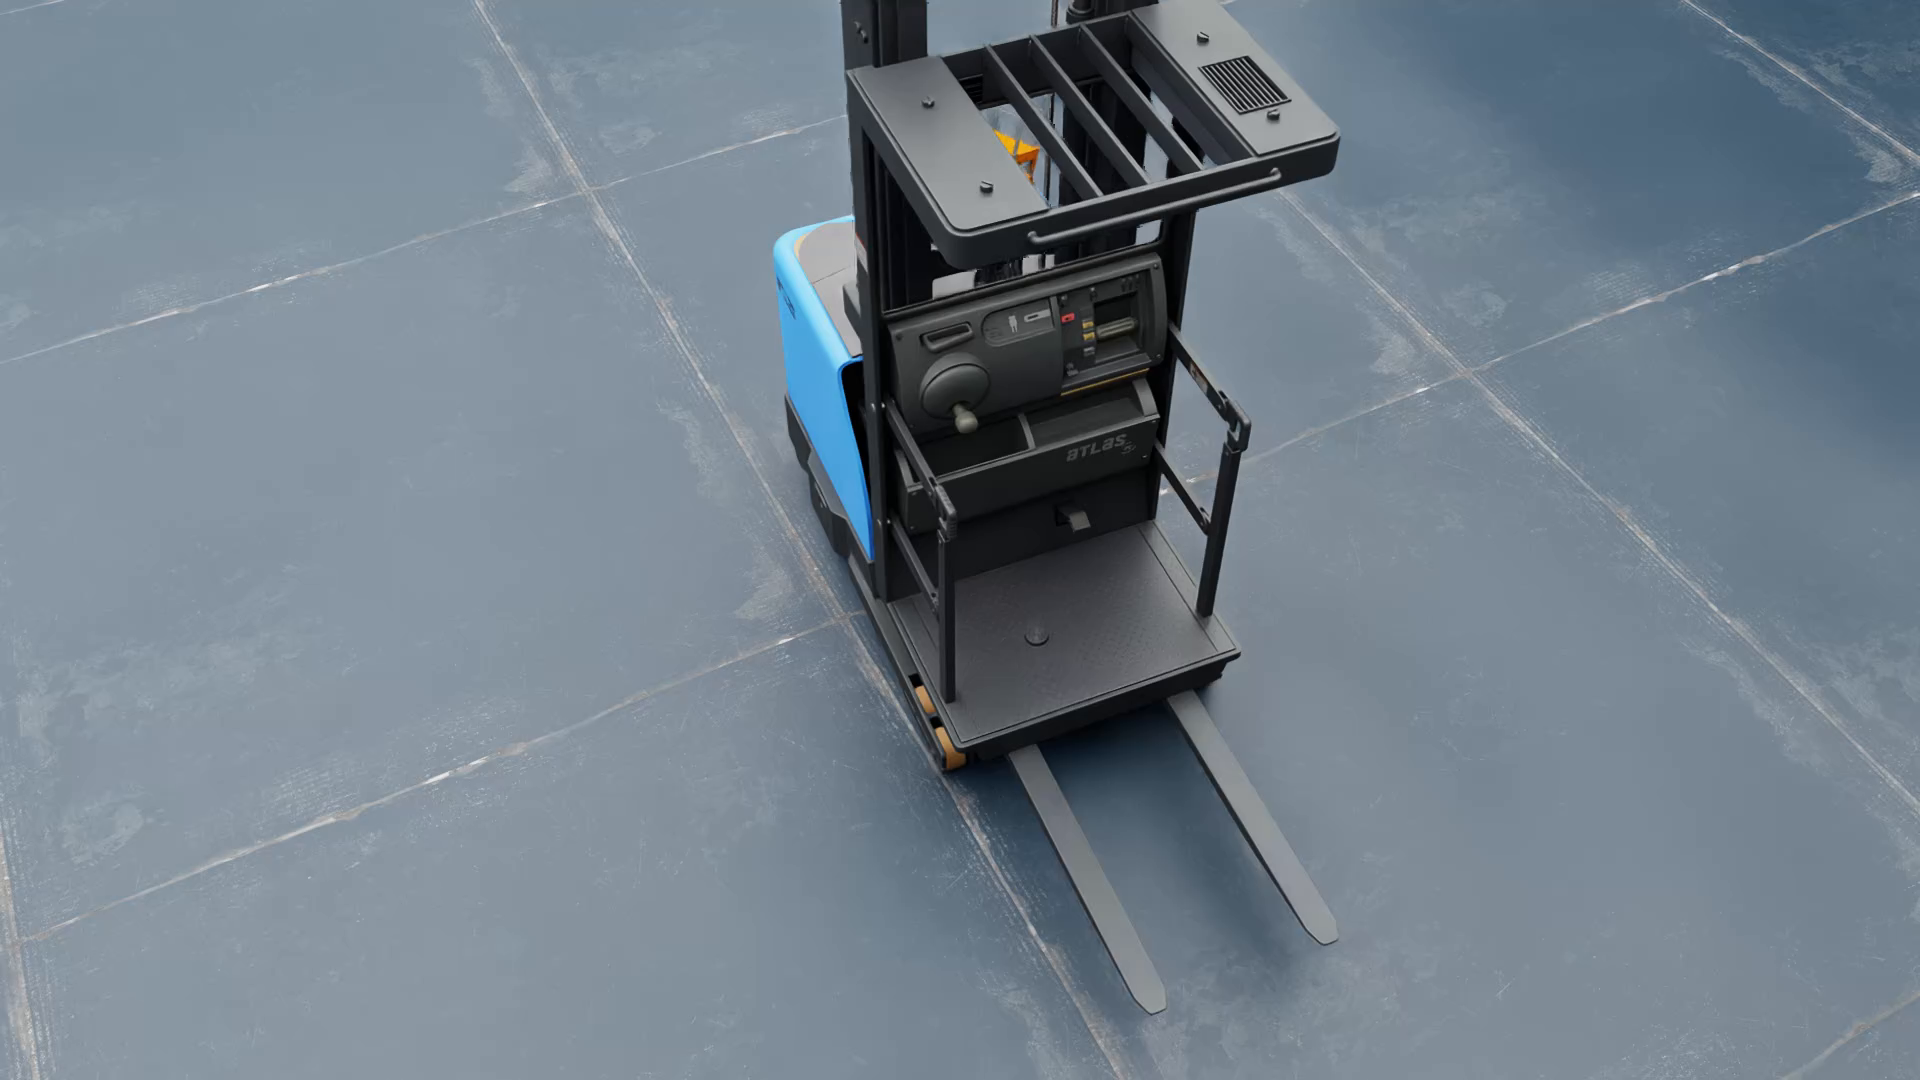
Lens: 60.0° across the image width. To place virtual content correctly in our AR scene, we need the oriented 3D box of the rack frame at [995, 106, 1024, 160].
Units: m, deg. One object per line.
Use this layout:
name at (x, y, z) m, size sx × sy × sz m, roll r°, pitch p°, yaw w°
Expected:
rack frame at (0.054, -1.309, 6.952) m, size 0.240 × 1.200 × 0.006 m, roll 28°, pitch 34°, yaw 22°

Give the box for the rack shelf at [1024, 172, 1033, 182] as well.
rack shelf at (0.143, -1.503, 6.921) m, size 0.258 × 0.103 × 0.180 m, roll 28°, pitch 34°, yaw 22°

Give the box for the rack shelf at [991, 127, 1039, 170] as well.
rack shelf at (0.168, -1.603, 6.859) m, size 0.258 × 0.103 × 0.180 m, roll 28°, pitch 34°, yaw 22°

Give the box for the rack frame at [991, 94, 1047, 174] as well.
rack frame at (0.153, -1.372, 7.093) m, size 0.240 × 1.200 × 0.006 m, roll 28°, pitch 34°, yaw 22°

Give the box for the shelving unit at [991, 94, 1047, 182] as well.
shelving unit at (0.104, -1.341, 7.022) m, size 0.258 × 1.200 × 0.189 m, roll 28°, pitch 34°, yaw 22°

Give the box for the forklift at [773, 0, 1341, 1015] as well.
forklift at (0.313, -0.516, 5.147) m, size 1.130 × 2.935 × 3.031 m, roll -17°, pitch 51°, yaw -15°
